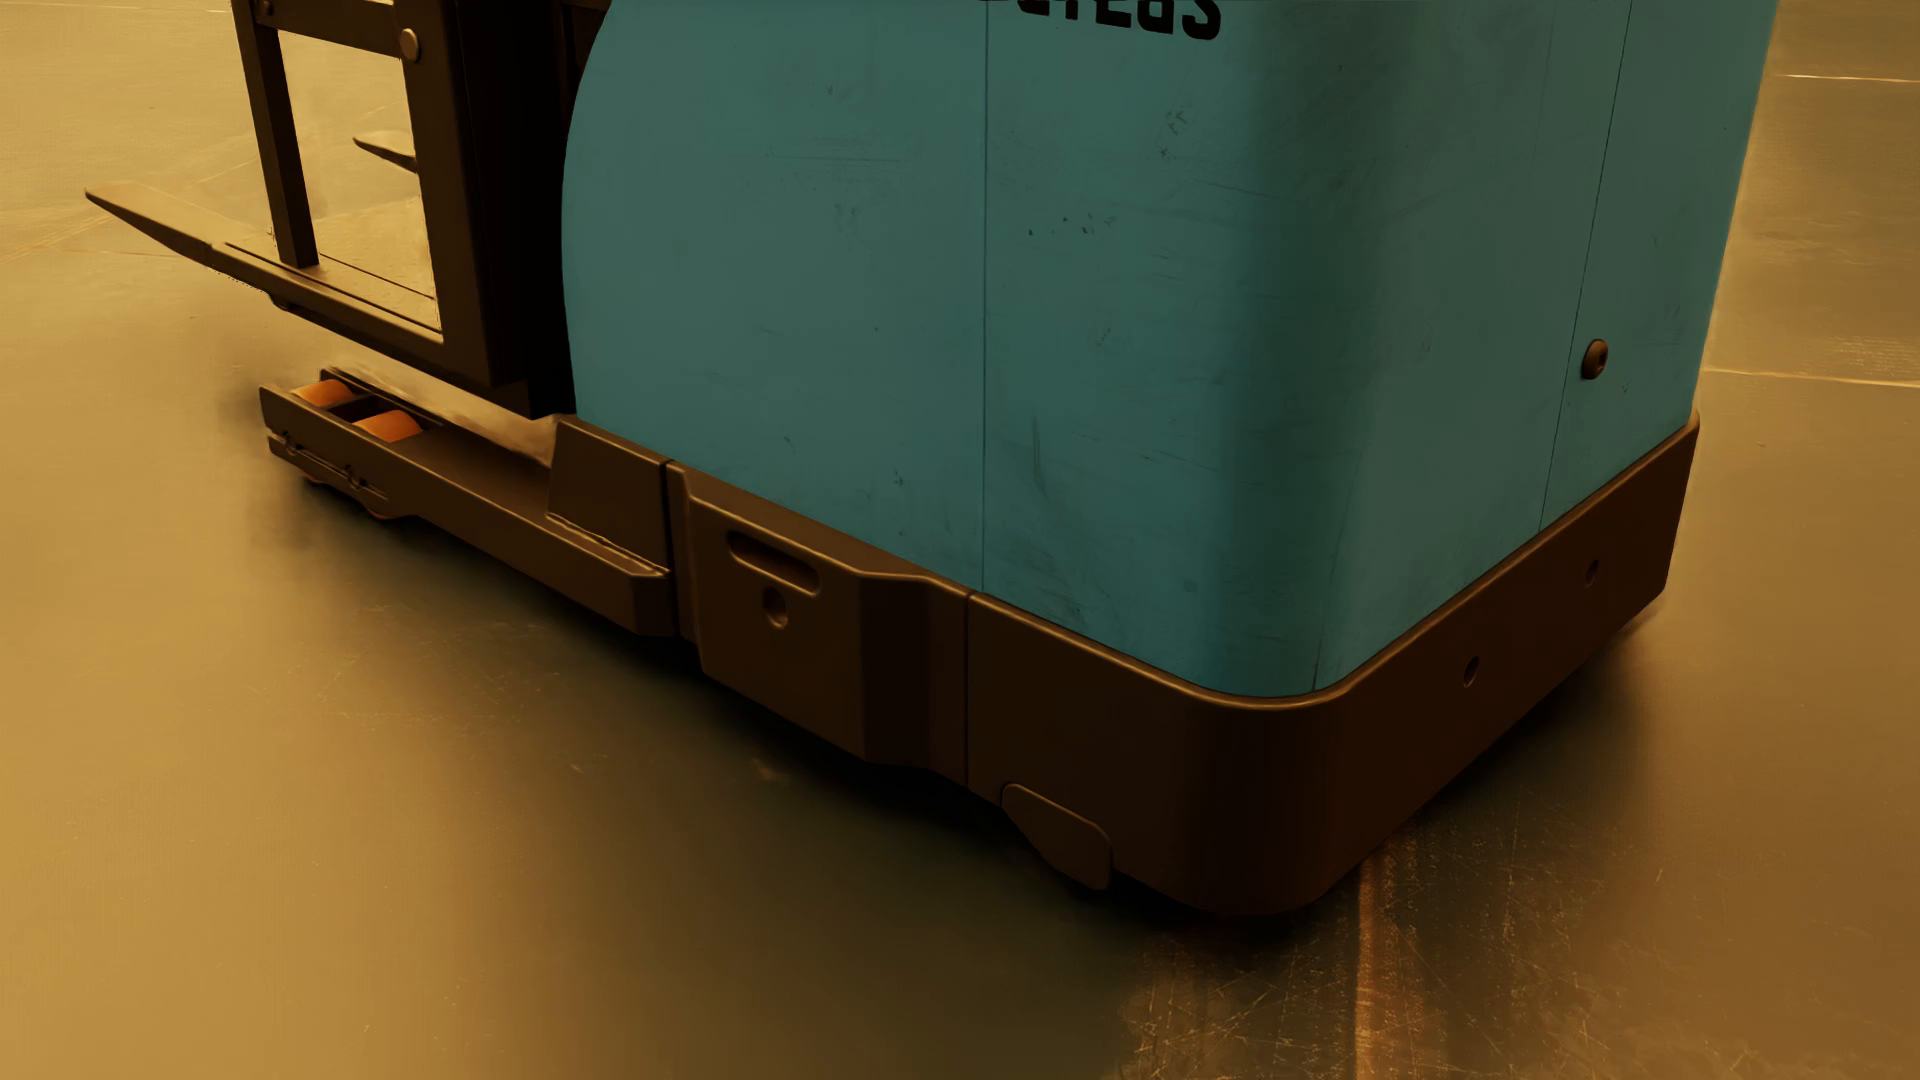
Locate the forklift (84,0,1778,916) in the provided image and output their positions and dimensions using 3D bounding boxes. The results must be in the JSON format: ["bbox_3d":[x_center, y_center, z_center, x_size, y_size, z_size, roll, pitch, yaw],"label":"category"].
[{"bbox_3d":[-0.477,-1.493,2.205,3.031,2.935,1.130,22,34,37],"label":"forklift"}]
